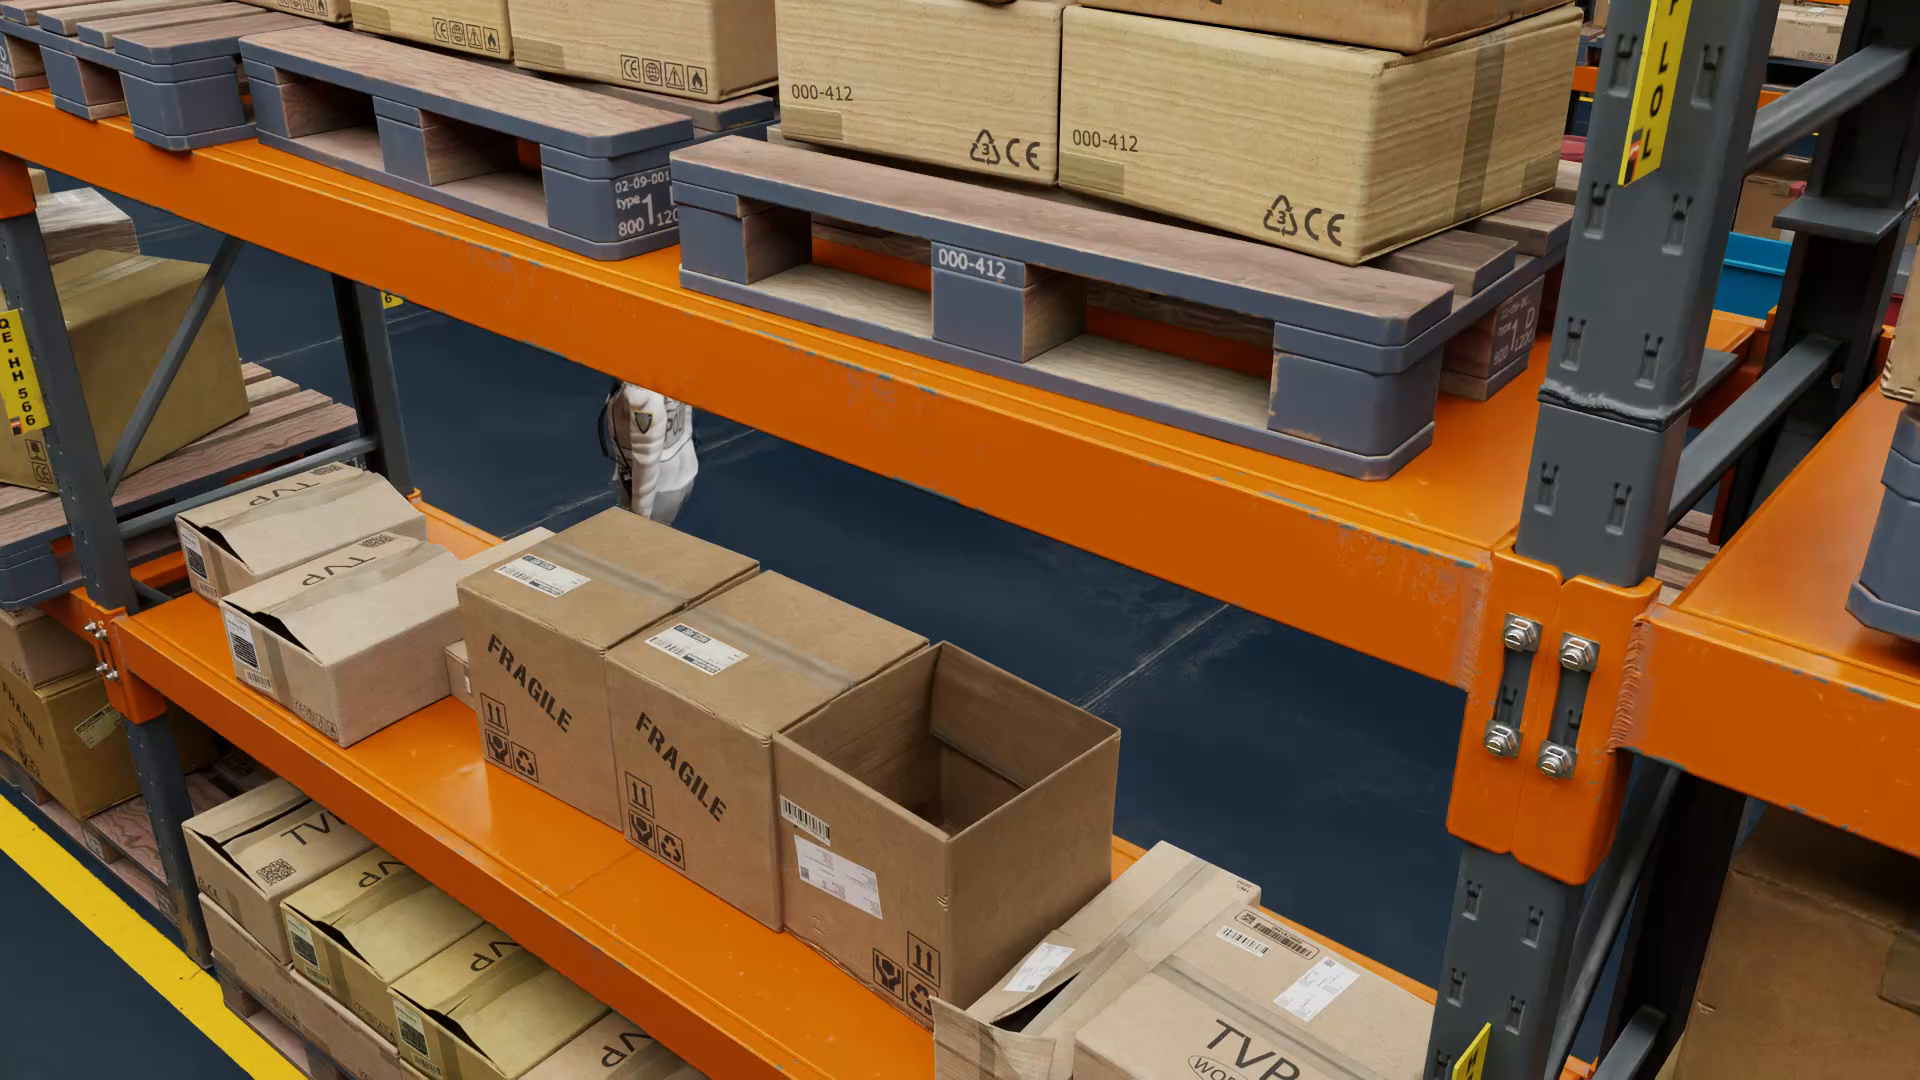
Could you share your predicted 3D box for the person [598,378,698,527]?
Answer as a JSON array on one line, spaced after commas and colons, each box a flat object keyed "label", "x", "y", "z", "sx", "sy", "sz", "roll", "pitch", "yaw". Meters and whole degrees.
[{"label": "person", "x": -1.164, "y": -0.195, "z": 6.450, "sx": 0.517, "sy": 1.663, "sz": 0.500, "roll": 5, "pitch": 28, "yaw": 10}]
